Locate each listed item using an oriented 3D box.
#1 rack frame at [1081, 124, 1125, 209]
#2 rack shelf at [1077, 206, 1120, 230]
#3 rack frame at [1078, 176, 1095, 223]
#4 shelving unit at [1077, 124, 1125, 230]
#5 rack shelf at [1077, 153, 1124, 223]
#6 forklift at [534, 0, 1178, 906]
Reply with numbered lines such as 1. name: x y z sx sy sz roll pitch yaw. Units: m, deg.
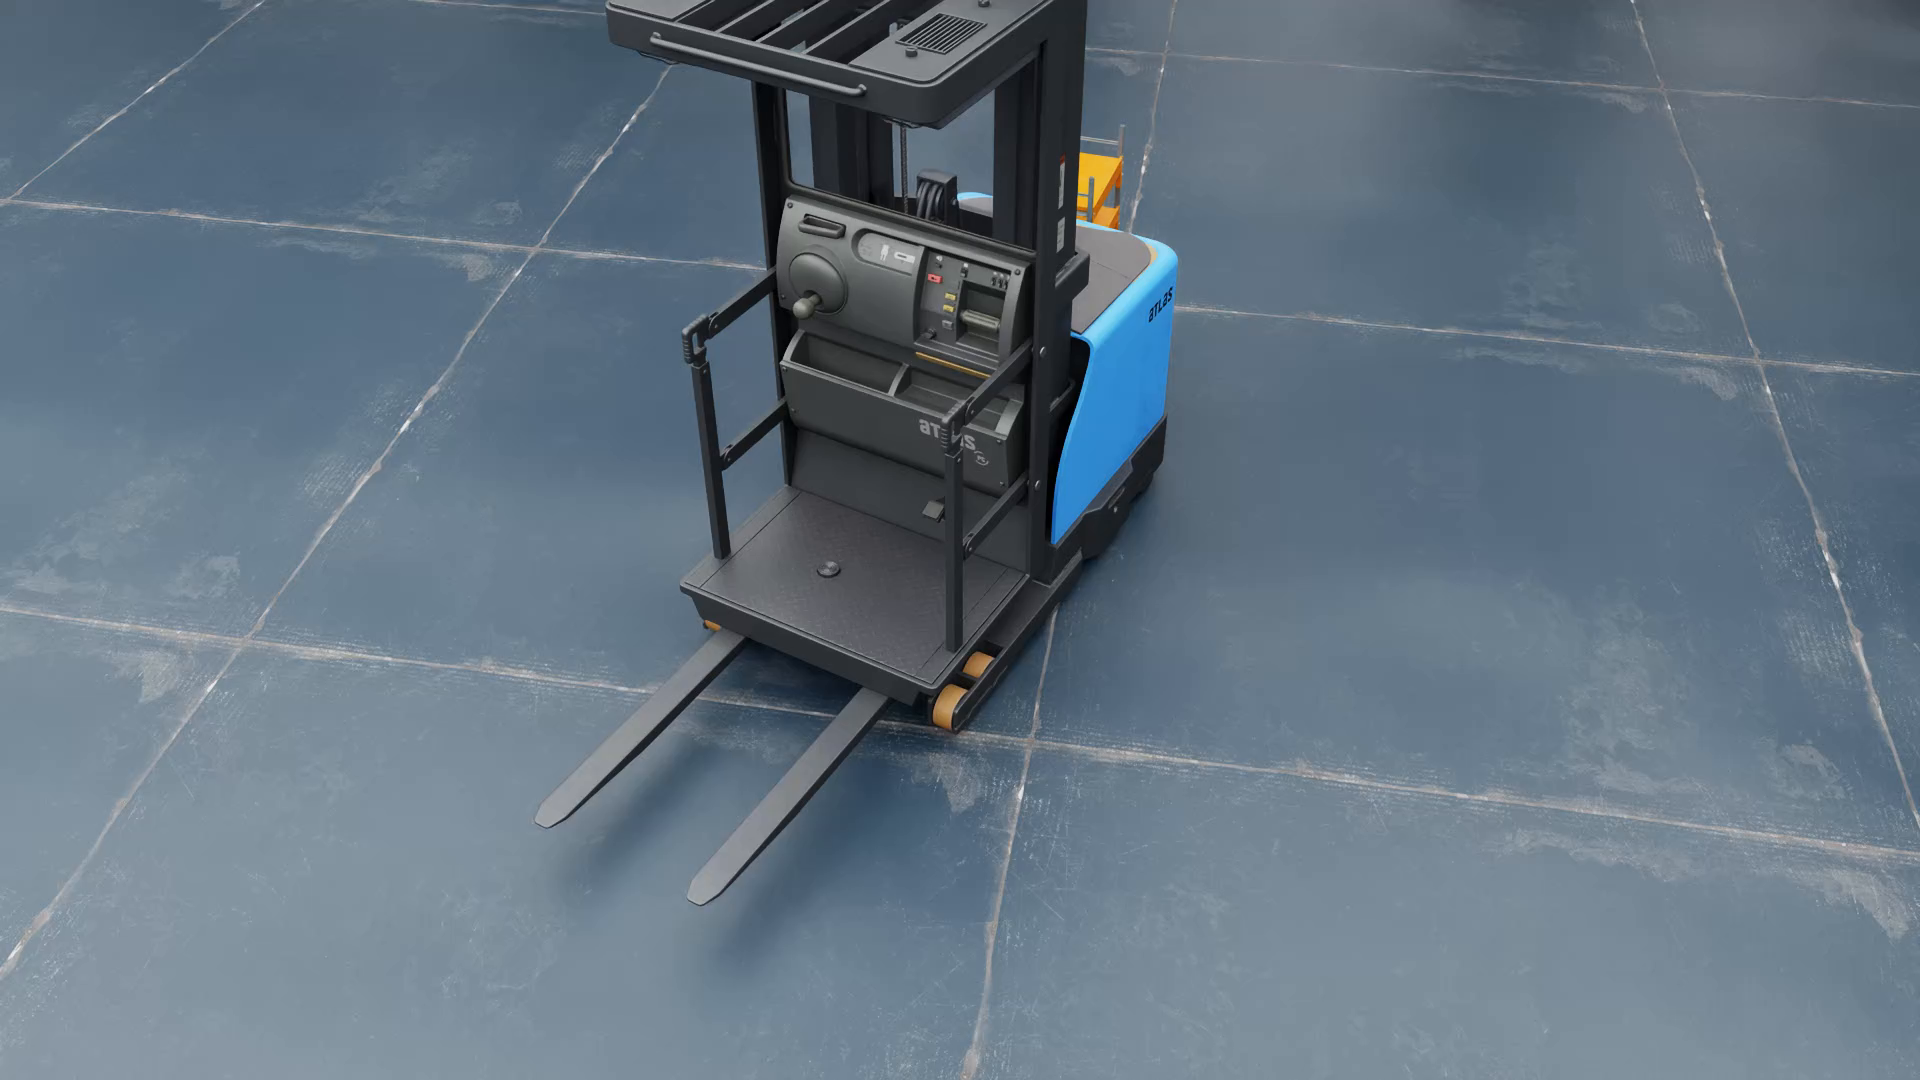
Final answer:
1. rack frame: 0.575 -1.296 7.376 0.240 1.200 0.015 12 41 14
2. rack shelf: 0.498 -1.269 7.098 0.258 0.148 0.480 12 41 14
3. rack frame: 0.420 -1.001 7.020 0.240 1.200 0.015 12 41 14
4. shelving unit: 0.498 -1.149 7.198 0.258 1.200 0.503 12 41 14
5. rack shelf: 0.498 -1.452 6.948 0.258 0.148 0.480 12 41 14
6. forklift: -0.314 -0.786 5.400 1.130 2.935 3.031 20 44 23
